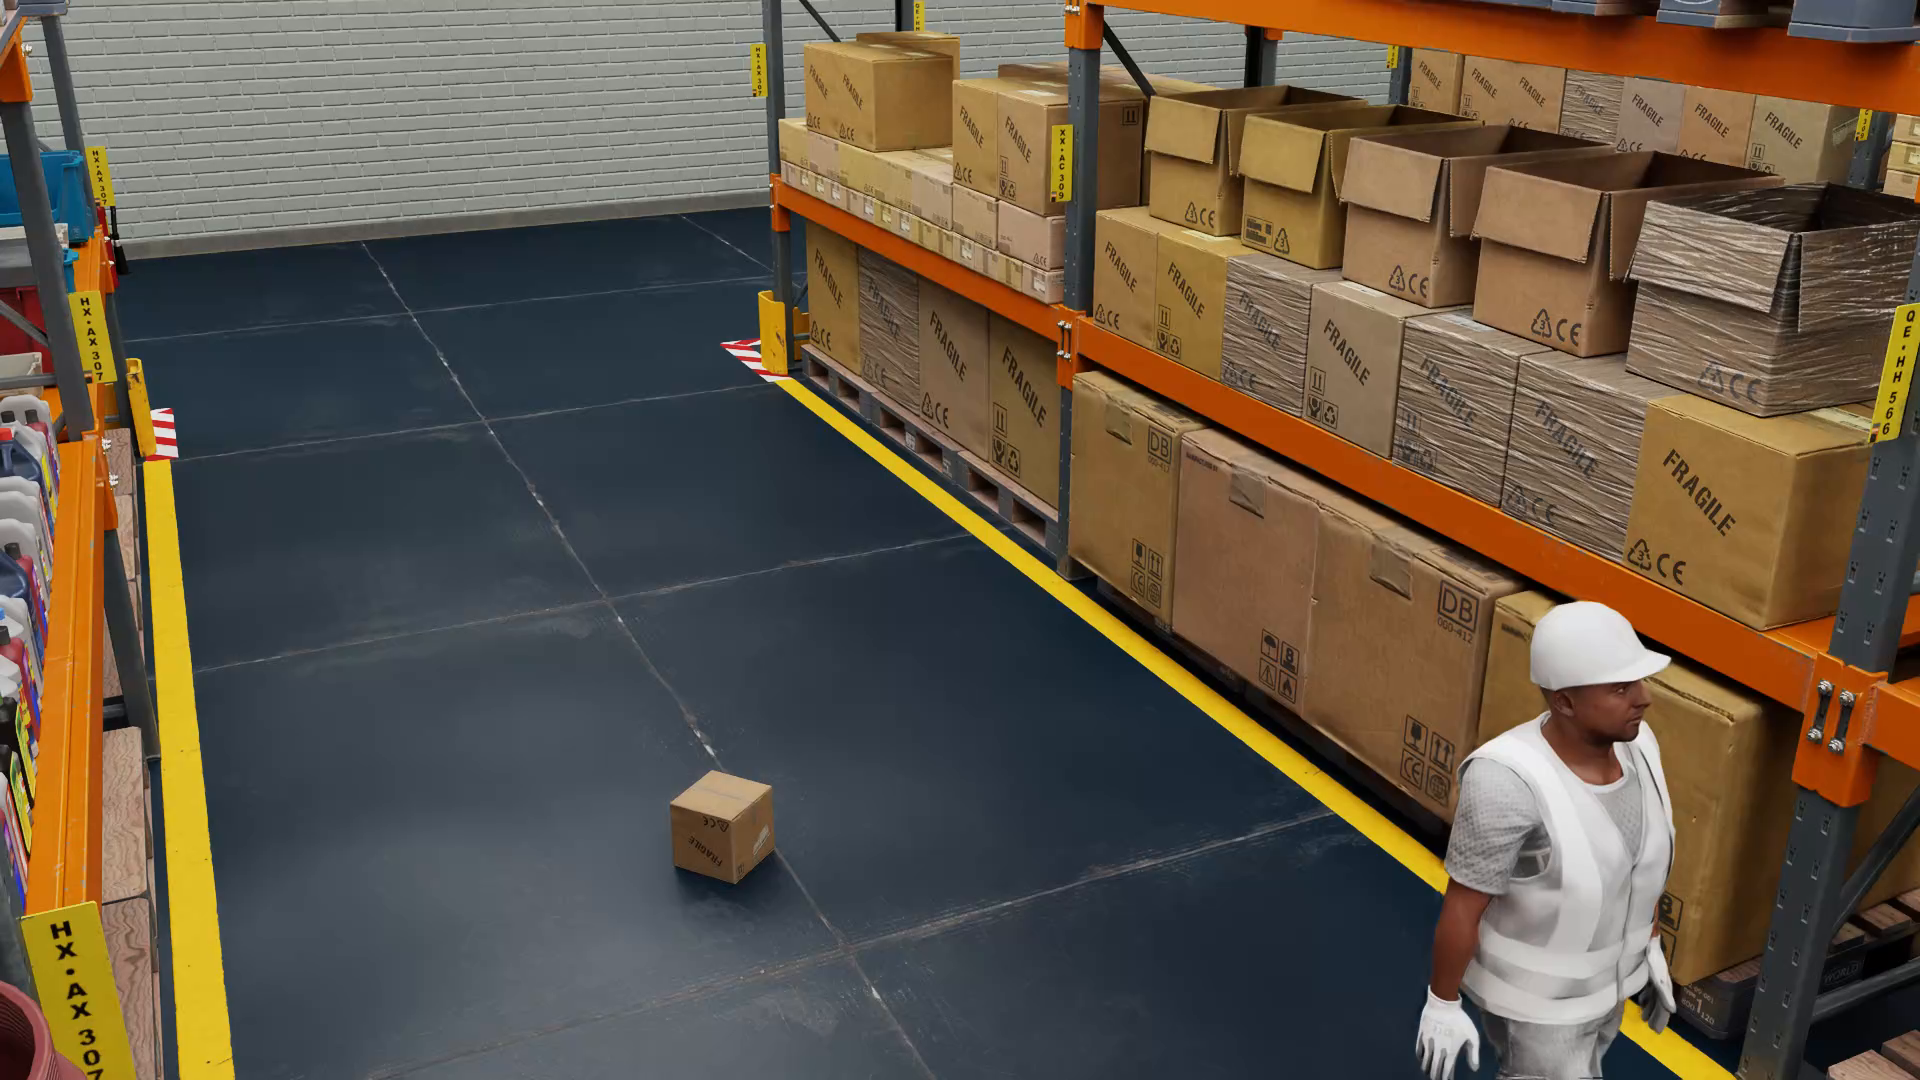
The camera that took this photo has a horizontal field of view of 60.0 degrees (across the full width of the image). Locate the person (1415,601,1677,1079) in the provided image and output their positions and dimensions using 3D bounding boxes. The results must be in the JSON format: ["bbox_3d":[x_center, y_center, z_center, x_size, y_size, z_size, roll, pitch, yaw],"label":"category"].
[{"bbox_3d":[1.296,0.996,3.592,0.602,1.836,0.505,-16,27,-34],"label":"person"}]
